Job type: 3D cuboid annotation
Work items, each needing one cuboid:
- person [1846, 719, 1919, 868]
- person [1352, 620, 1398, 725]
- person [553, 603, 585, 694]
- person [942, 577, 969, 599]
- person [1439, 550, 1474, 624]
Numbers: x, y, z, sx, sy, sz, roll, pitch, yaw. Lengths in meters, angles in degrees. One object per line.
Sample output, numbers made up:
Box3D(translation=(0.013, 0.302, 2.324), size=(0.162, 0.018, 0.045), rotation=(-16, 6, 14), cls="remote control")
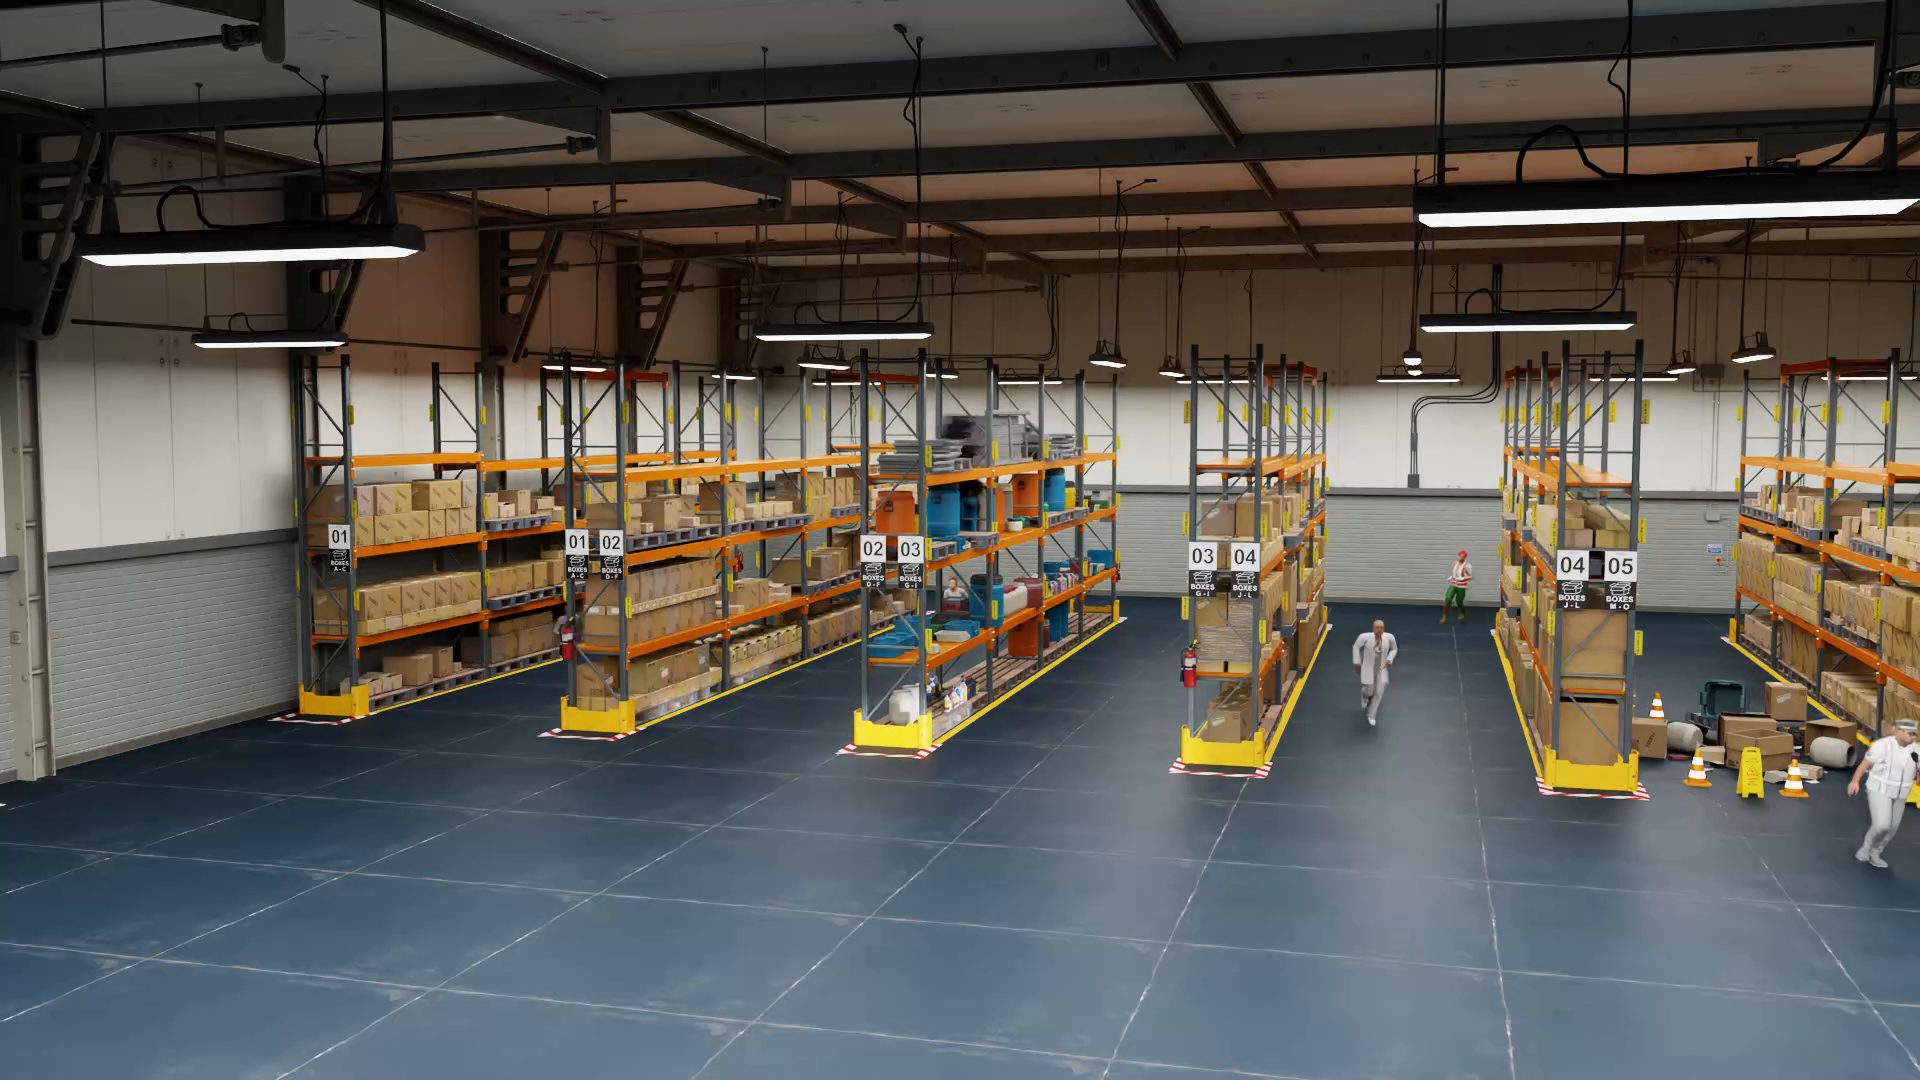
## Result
Box3D(translation=(10.236, 2.783, 18.264), size=(0.662, 1.701, 0.672), rotation=(0, 4, -6), cls="person")
Box3D(translation=(6.756, 2.134, 27.177), size=(0.697, 1.720, 0.813), rotation=(0, 4, -5), cls="person")
Box3D(translation=(-7.045, 1.924, 30.001), size=(0.517, 1.603, 0.843), rotation=(0, 4, 4), cls="person")
Box3D(translation=(-0.091, 1.561, 35.518), size=(0.564, 1.561, 0.806), rotation=(1, 4, 8), cls="person")
Box3D(translation=(11.990, 1.121, 39.923), size=(0.957, 1.750, 0.711), rotation=(-4, 6, -42), cls="person")
